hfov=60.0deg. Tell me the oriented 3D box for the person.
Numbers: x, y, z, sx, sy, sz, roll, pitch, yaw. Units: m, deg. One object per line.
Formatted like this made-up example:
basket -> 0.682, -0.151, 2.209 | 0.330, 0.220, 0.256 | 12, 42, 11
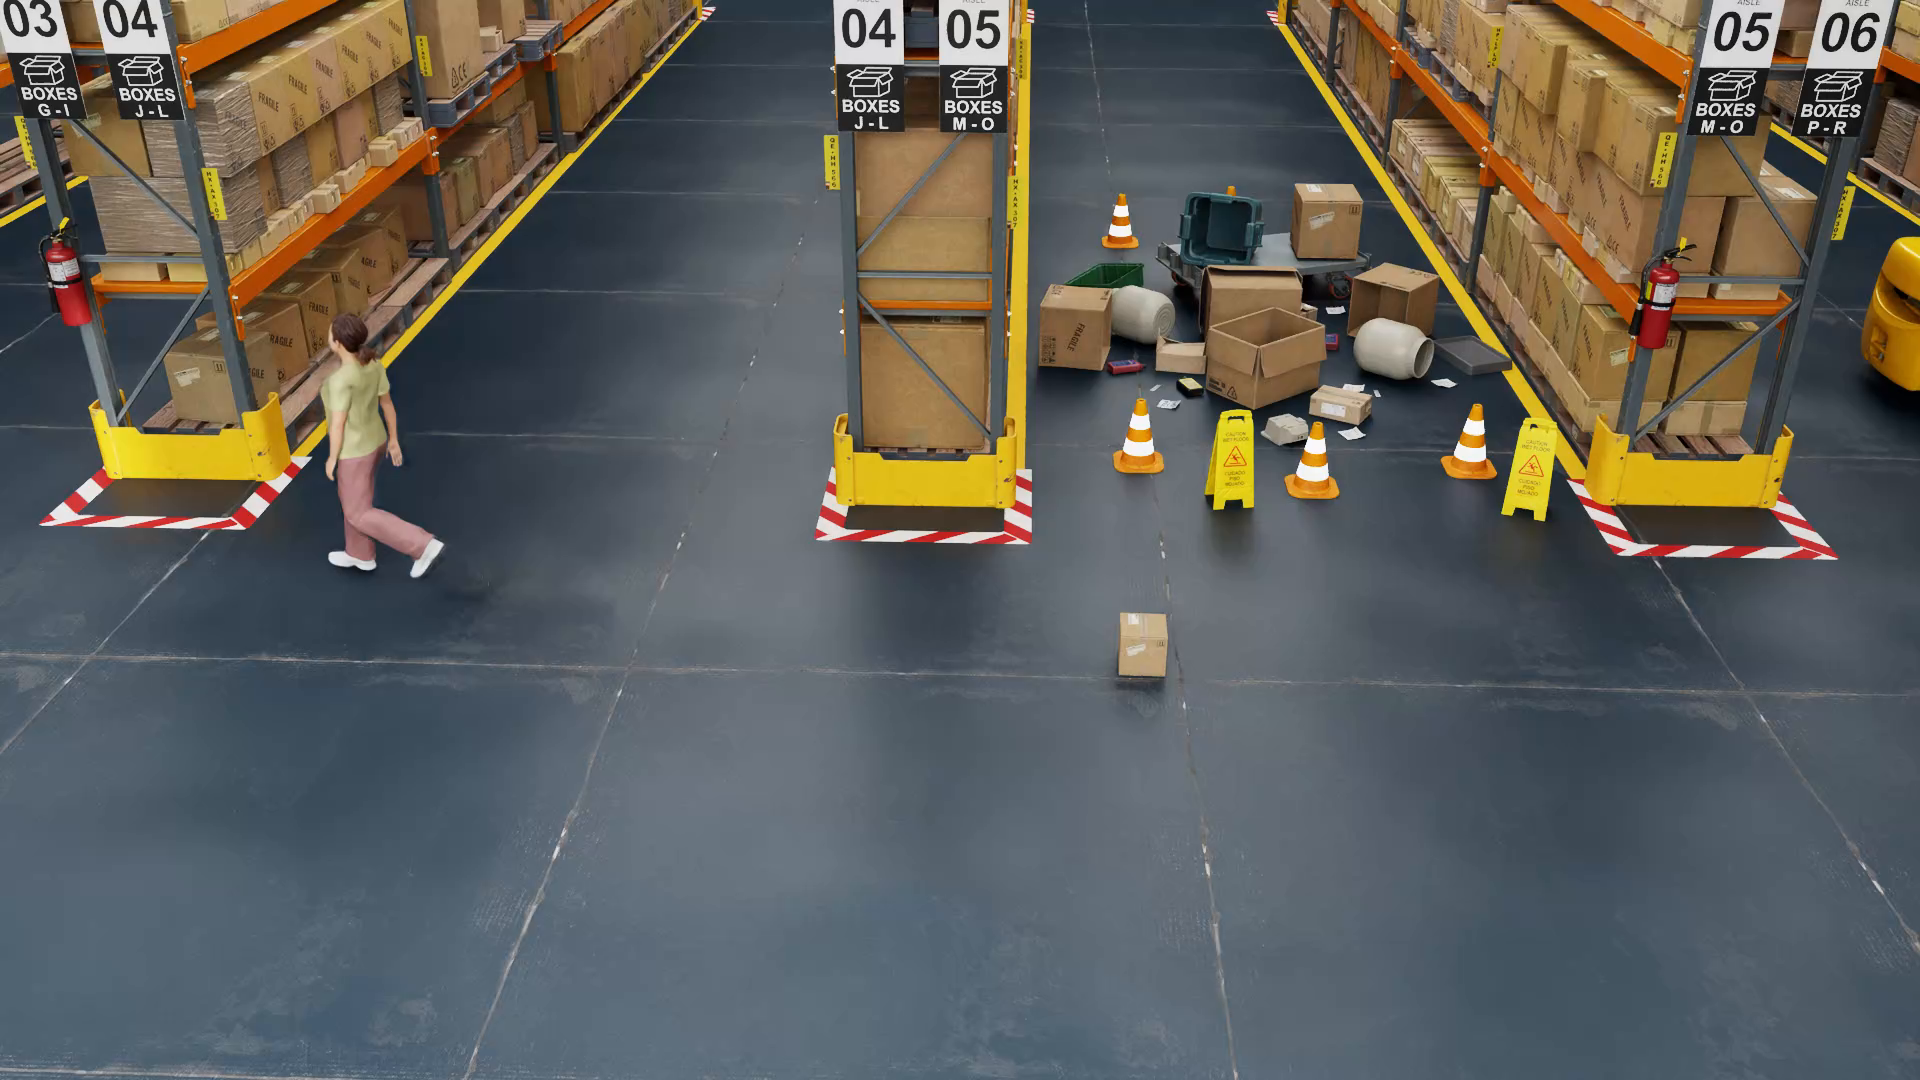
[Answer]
person -> -3.414, -0.519, 9.582 | 0.850, 1.639, 0.437 | 5, 28, 9
